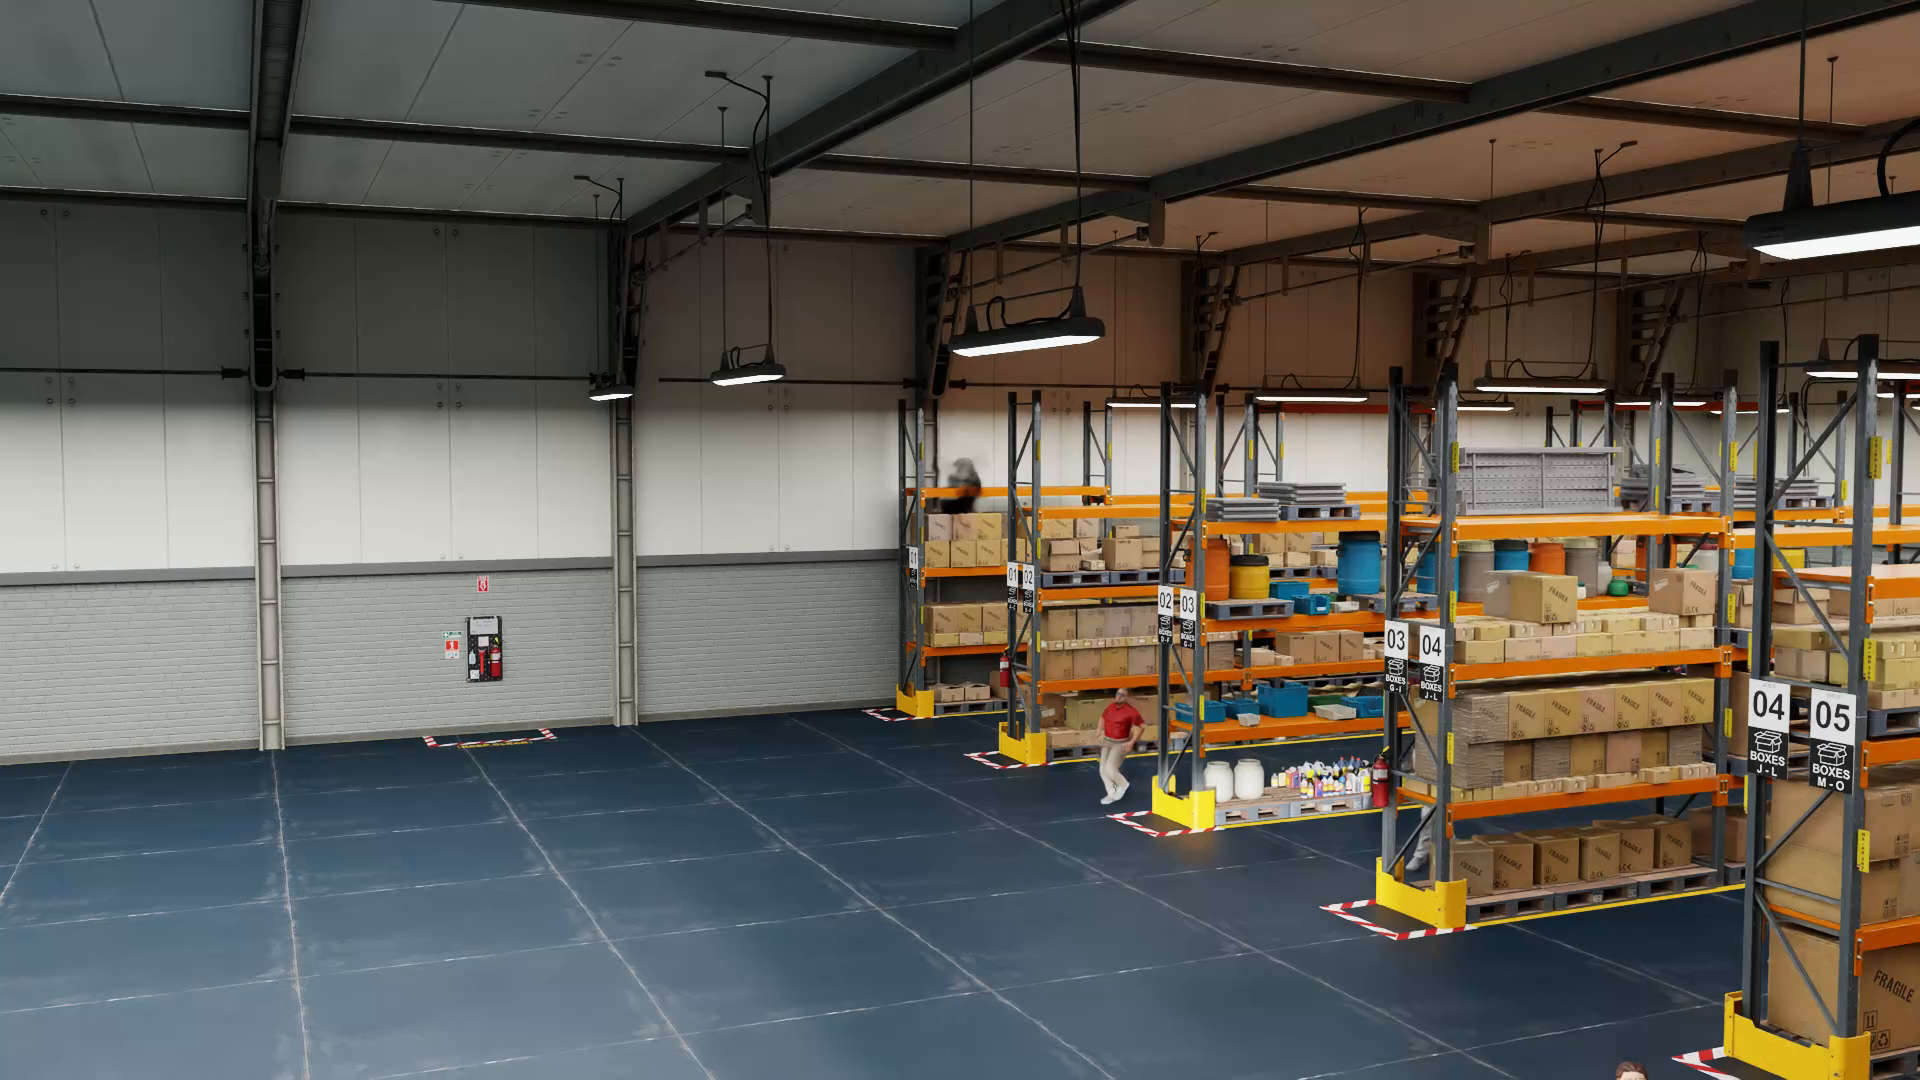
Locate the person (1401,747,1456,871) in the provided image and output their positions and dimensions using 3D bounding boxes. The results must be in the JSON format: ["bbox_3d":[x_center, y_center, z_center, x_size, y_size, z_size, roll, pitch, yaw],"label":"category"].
[{"bbox_3d":[5.761,3.069,20.311,0.928,1.819,0.672,-2,4,-27],"label":"person"}]

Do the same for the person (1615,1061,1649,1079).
[{"bbox_3d":[3.858,3.795,9.575,0.583,1.633,0.658,1,3,17],"label":"person"}]

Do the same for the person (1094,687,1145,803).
[{"bbox_3d":[2.238,2.941,23.730,0.735,1.680,0.523,3,5,44],"label":"person"}]

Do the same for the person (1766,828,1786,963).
[{"bbox_3d":[8.233,3.368,16.522,0.589,1.647,0.615,-2,4,-34],"label":"person"}]
